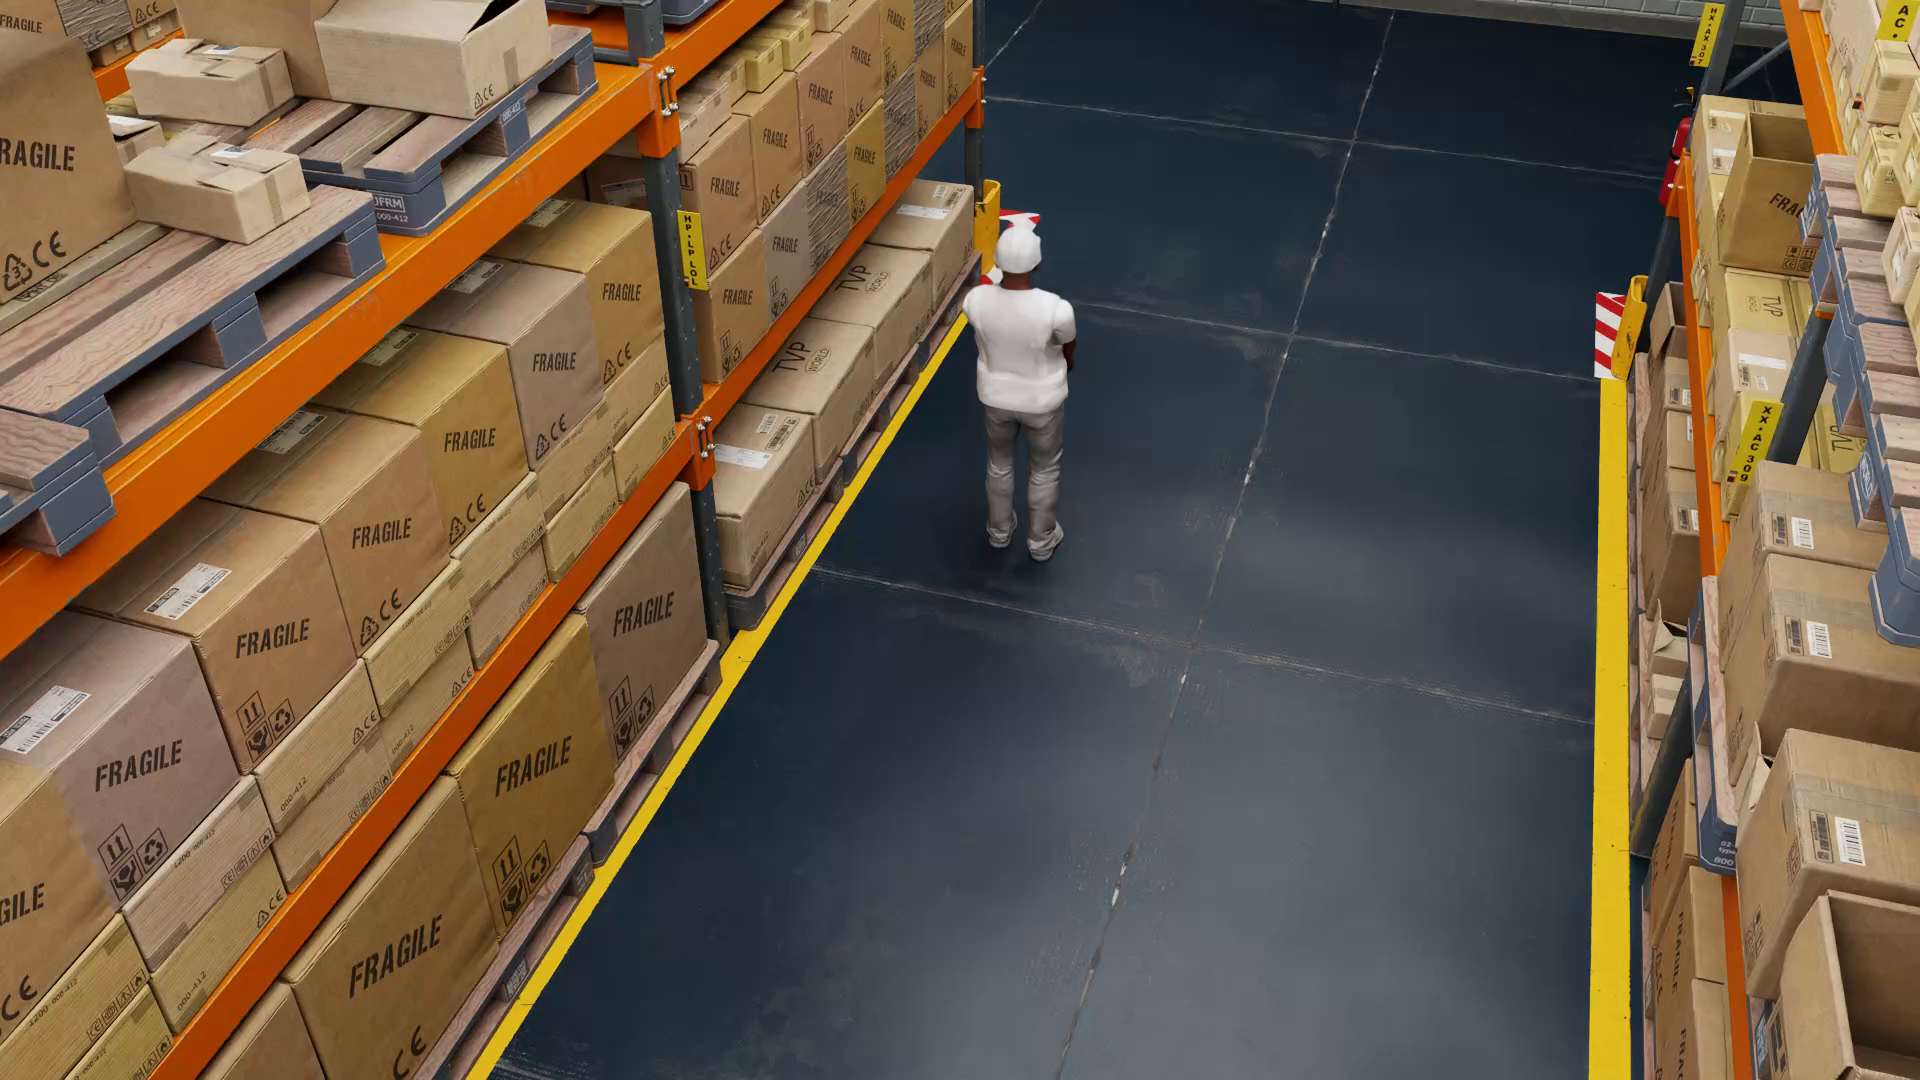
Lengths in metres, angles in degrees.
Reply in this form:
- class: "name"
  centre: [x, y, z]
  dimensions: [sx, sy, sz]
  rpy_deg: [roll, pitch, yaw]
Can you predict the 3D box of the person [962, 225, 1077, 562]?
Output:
- class: "person"
  centre: [0.303, -0.731, 7.853]
  dimensions: [0.504, 1.760, 0.575]
  rpy_deg: [10, 38, 13]
